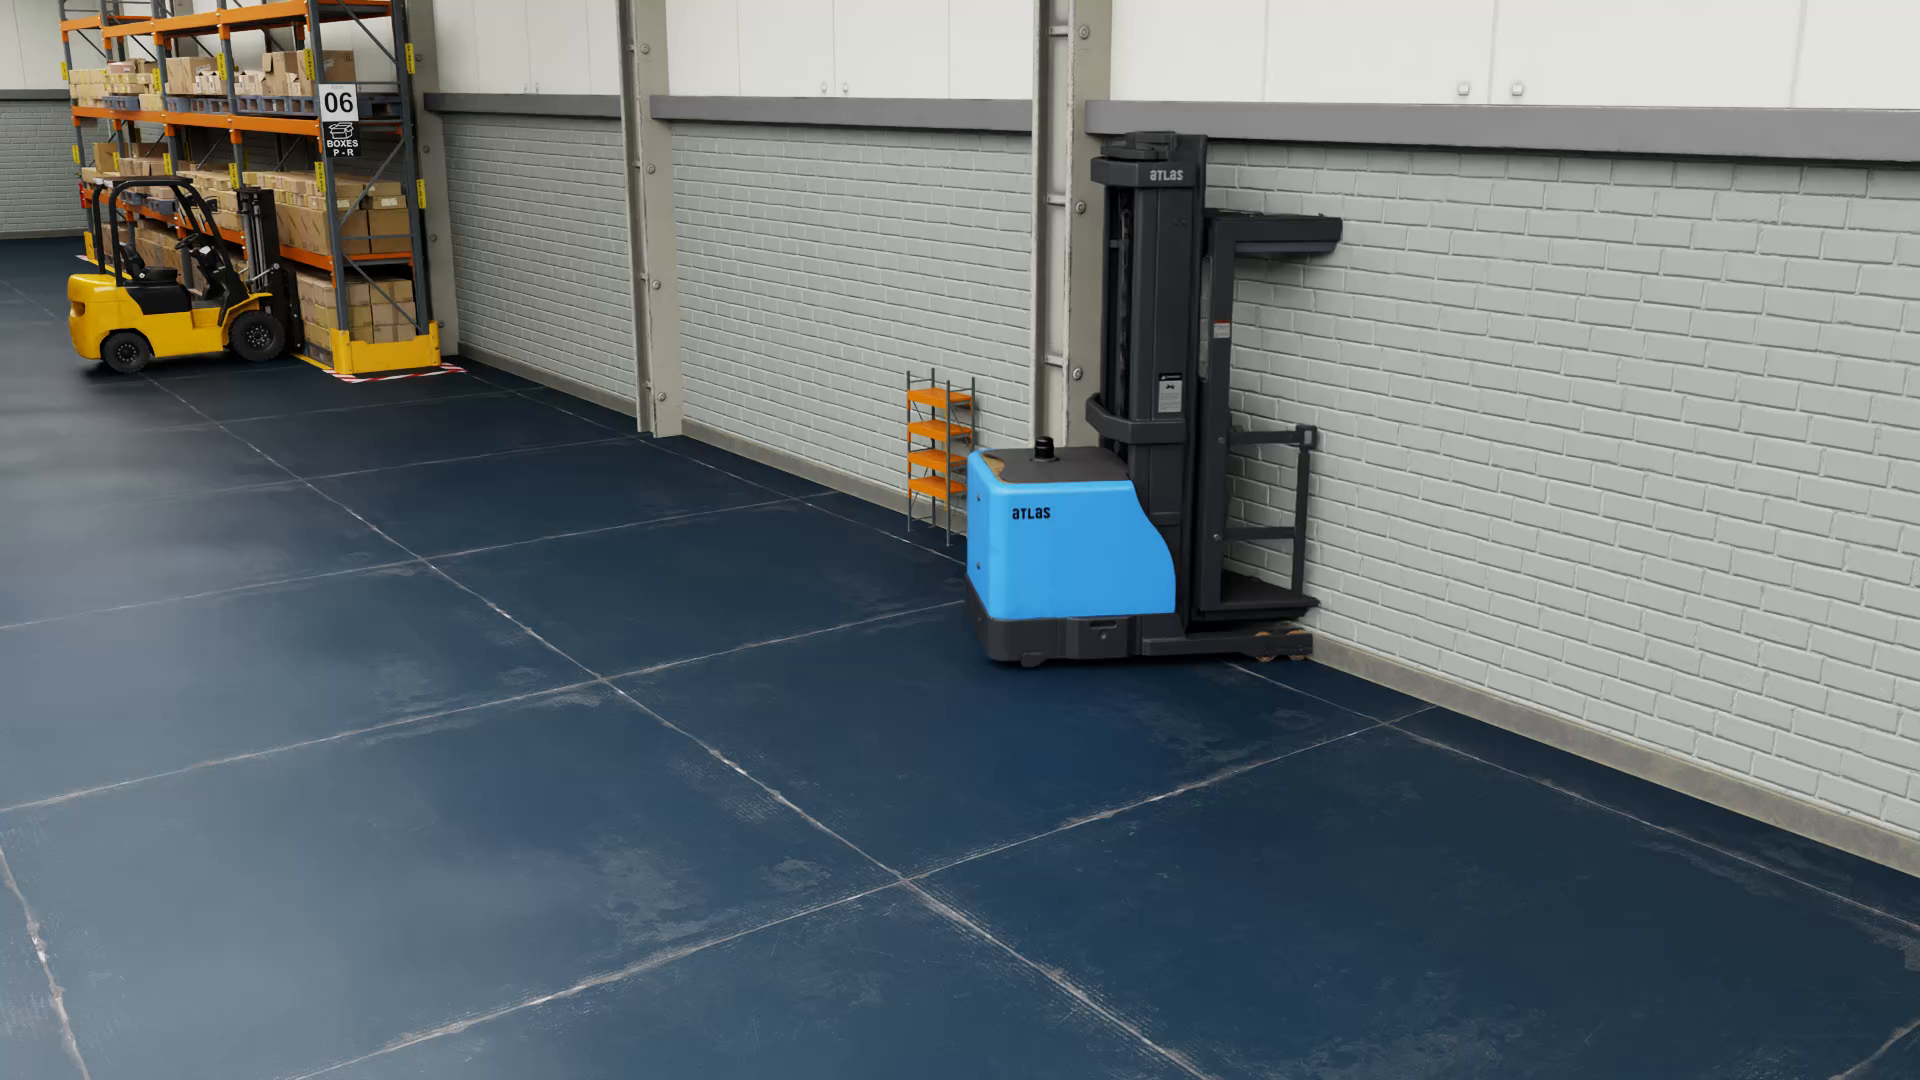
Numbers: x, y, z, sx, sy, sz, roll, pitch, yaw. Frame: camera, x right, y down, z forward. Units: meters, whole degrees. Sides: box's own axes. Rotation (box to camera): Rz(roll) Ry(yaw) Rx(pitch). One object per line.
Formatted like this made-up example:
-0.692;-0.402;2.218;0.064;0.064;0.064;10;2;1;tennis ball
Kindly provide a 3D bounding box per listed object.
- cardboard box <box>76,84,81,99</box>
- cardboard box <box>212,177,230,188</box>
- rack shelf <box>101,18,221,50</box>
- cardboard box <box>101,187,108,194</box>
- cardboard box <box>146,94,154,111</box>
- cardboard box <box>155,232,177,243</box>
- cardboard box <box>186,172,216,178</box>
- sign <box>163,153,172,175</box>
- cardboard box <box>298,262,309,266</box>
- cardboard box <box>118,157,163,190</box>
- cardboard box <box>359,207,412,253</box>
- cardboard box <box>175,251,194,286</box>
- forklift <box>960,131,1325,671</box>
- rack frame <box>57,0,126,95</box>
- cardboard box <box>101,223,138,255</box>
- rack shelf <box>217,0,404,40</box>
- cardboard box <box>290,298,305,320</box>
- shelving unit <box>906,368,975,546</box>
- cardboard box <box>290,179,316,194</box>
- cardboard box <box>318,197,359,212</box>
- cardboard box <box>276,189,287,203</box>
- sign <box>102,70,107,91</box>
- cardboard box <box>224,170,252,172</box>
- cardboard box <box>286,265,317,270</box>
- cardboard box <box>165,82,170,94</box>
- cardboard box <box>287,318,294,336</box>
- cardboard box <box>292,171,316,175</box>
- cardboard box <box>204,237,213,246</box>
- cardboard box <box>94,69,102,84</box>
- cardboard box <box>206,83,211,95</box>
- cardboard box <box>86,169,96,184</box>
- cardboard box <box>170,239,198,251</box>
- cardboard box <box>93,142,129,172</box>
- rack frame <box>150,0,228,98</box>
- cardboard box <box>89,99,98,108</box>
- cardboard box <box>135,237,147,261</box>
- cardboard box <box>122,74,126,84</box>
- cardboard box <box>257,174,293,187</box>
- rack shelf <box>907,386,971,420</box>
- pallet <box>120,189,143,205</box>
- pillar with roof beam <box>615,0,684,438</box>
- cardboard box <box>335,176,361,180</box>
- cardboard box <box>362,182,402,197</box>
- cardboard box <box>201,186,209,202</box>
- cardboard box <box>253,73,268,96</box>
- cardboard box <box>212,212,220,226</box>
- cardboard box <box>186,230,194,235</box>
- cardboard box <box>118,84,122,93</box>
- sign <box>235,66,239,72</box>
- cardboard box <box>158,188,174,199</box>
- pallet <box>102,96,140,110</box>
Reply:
-15.739;-8.153;30.221;0.500;0.250;0.500;-10;18;-33;cardboard box
-10.194;-4.983;23.183;0.380;0.149;0.250;-11;19;-34;cardboard box
-12.566;-7.950;26.198;1.077;0.370;4.000;-11;19;-35;rack shelf
-15.234;-6.308;29.917;0.380;0.149;0.250;-10;18;-33;cardboard box
-12.185;-6.723;25.560;0.500;0.250;0.500;-11;19;-34;cardboard box
-12.928;-4.946;27.177;0.380;0.149;0.250;-10;18;-33;cardboard box
-11.112;-5.309;24.373;0.380;0.149;0.250;-10;18;-33;cardboard box
-11.824;-5.603;24.824;0.100;0.325;0.005;-11;19;-35;sign
-8.283;-3.493;21.675;0.500;0.250;0.500;-11;19;-35;cardboard box
-13.639;-6.136;27.829;0.700;0.500;0.500;-10;18;-33;cardboard box
-6.753;-3.658;19.571;0.500;0.500;0.500;-10;18;-33;cardboard box
-11.813;-4.223;25.764;0.500;0.500;0.500;-10;18;-33;cardboard box
1.577;-0.873;9.713;3.031;2.935;1.130;-4;16;-14;forklift
-16.094;-9.771;30.731;1.000;3.000;0.127;-11;19;-35;rack frame
-15.340;-5.541;30.577;0.700;0.500;0.500;-10;18;-32;cardboard box
-7.863;-6.242;19.956;1.077;0.370;4.000;-11;19;-35;rack shelf
-7.833;-2.850;20.272;0.500;0.250;0.500;-11;19;-36;cardboard box
-0.139;-0.606;12.016;0.258;1.200;0.503;-11;19;-35;shelving unit
-7.743;-4.212;19.802;0.380;0.149;0.250;-10;18;-33;cardboard box
-7.117;-3.853;19.053;0.380;0.149;0.250;-11;19;-34;cardboard box
-8.171;-4.234;20.446;0.380;0.149;0.250;-11;19;-36;cardboard box
-14.177;-7.634;27.624;0.100;0.325;0.005;-11;19;-35;sign
-10.791;-5.454;24.903;0.380;0.149;0.250;-10;18;-33;cardboard box
-8.414;-3.307;20.994;0.500;0.250;0.500;-10;18;-33;cardboard box
-11.431;-6.633;24.403;0.380;0.166;0.250;-11;19;-35;cardboard box
-8.114;-2.712;20.716;0.500;0.250;0.500;-10;18;-33;cardboard box
-8.493;-4.739;21.725;0.380;0.149;0.250;-11;19;-36;cardboard box
-11.791;-4.740;26.425;0.380;0.149;0.250;-11;19;-34;cardboard box
-14.539;-7.960;28.569;0.500;0.250;0.500;-11;19;-35;cardboard box
-9.931;-6.079;22.415;0.380;0.149;0.250;-11;19;-35;cardboard box
-15.749;-6.703;30.603;0.500;0.250;0.500;-11;19;-34;cardboard box
-12.071;-4.599;25.907;0.380;0.149;0.250;-12;19;-37;cardboard box
-15.163;-6.852;29.727;0.500;0.500;0.500;-10;18;-33;cardboard box
-11.391;-8.063;24.489;1.000;3.000;0.127;-11;19;-35;rack frame
-15.122;-7.704;29.337;0.380;0.149;0.250;-10;18;-33;cardboard box
-13.640;-4.882;28.172;0.500;0.500;0.500;-10;18;-32;cardboard box
-13.108;-7.347;26.483;0.380;0.149;0.250;-11;19;-34;cardboard box
-8.639;-4.540;21.000;0.380;0.149;0.250;-10;18;-33;cardboard box
-0.140;-0.985;11.912;0.258;0.148;0.480;-11;19;-35;rack shelf
-13.361;-5.743;27.742;1.003;0.211;1.213;-11;19;-35;pallet
-6.321;-4.694;12.180;9.100;9.000;0.400;-11;19;-35;pillar with roof beam
-7.598;-4.405;20.508;0.380;0.149;0.250;-11;19;-34;cardboard box
-6.711;-4.071;19.285;0.380;0.149;0.250;-11;19;-36;cardboard box
-10.420;-4.879;23.556;0.500;0.250;0.500;-11;19;-34;cardboard box
-8.412;-5.584;20.384;0.396;0.266;0.258;-11;19;-36;cardboard box
-10.114;-4.527;23.219;0.500;0.250;0.500;-11;19;-34;cardboard box
-12.694;-5.076;27.650;0.380;0.149;0.250;-10;18;-33;cardboard box
-13.286;-7.257;26.716;0.380;0.149;0.250;-11;19;-35;cardboard box
-10.937;-6.988;25.115;0.100;0.325;0.005;-11;19;-35;sign
-12.087;-5.332;25.554;0.380;0.149;0.250;-10;18;-34;cardboard box
-13.416;-7.230;27.482;1.213;0.211;1.003;-11;19;-35;pallet
